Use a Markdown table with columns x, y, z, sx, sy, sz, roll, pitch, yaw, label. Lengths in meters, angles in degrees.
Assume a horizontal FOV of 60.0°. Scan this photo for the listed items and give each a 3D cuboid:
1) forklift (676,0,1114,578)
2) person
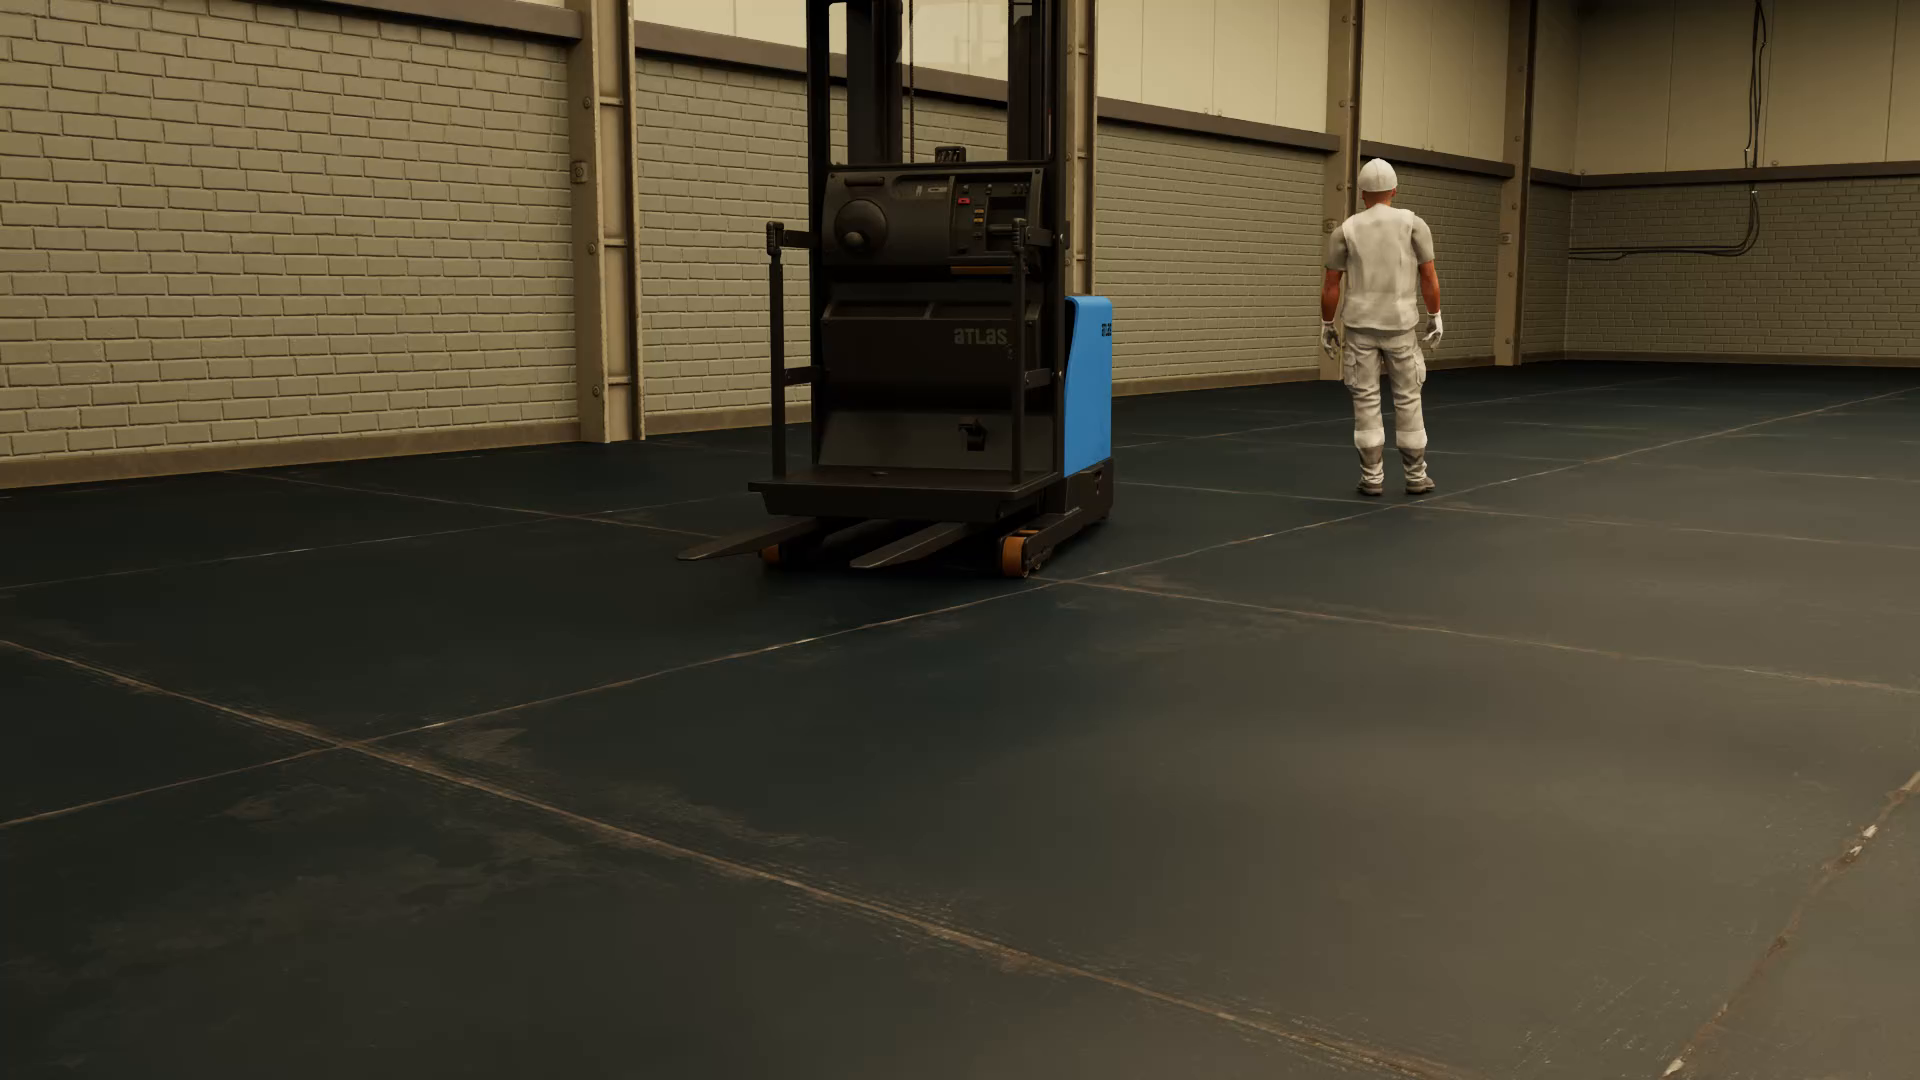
| x | y | z | sx | sy | sz | roll | pitch | yaw | label |
| --- | --- | --- | --- | --- | --- | --- | --- | --- | --- |
| -0.176 | -1.366 | 6.616 | 1.130 | 2.935 | 3.031 | 3 | 9 | 17 | forklift |
| 2.290 | -1.149 | 9.033 | 0.638 | 1.788 | 0.562 | 2 | 9 | 16 | person |
